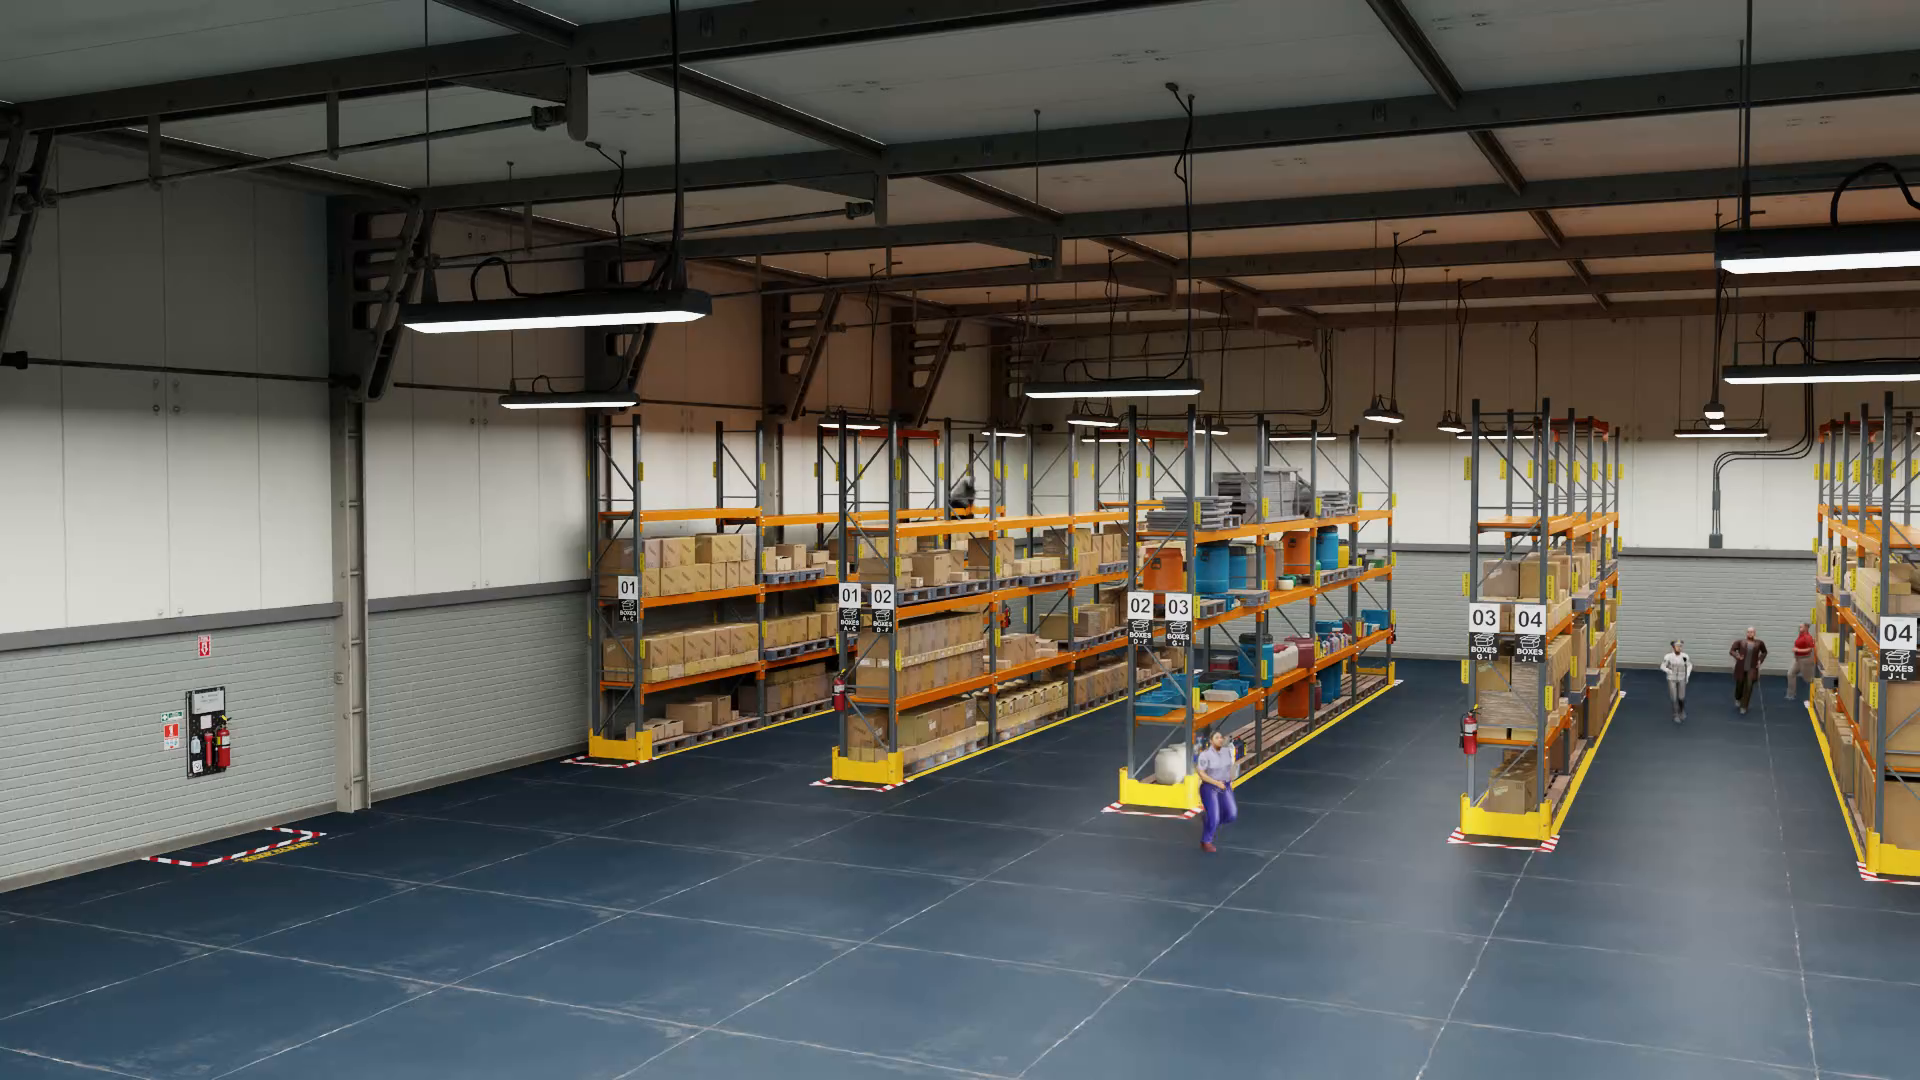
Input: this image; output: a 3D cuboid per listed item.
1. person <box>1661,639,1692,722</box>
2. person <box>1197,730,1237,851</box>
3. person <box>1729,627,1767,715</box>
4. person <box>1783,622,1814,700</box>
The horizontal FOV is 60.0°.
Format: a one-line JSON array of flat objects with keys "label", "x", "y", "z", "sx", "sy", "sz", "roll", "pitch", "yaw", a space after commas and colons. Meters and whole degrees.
[{"label": "person", "x": 14.280, "y": 2.805, "z": 33.128, "sx": 0.595, "sy": 1.666, "sz": 0.555, "roll": 1, "pitch": 2, "yaw": 18}, {"label": "person", "x": 3.410, "y": 3.316, "z": 21.922, "sx": 0.625, "sy": 1.584, "sz": 0.601, "roll": -1, "pitch": 3, "yaw": -28}, {"label": "person", "x": 16.386, "y": 2.699, "z": 34.576, "sx": 0.718, "sy": 1.789, "sz": 0.958, "roll": 1, "pitch": 3, "yaw": 26}, {"label": "person", "x": 18.435, "y": 2.687, "z": 36.212, "sx": 0.823, "sy": 1.793, "sz": 0.691, "roll": 0, "pitch": 2, "yaw": 8}]
